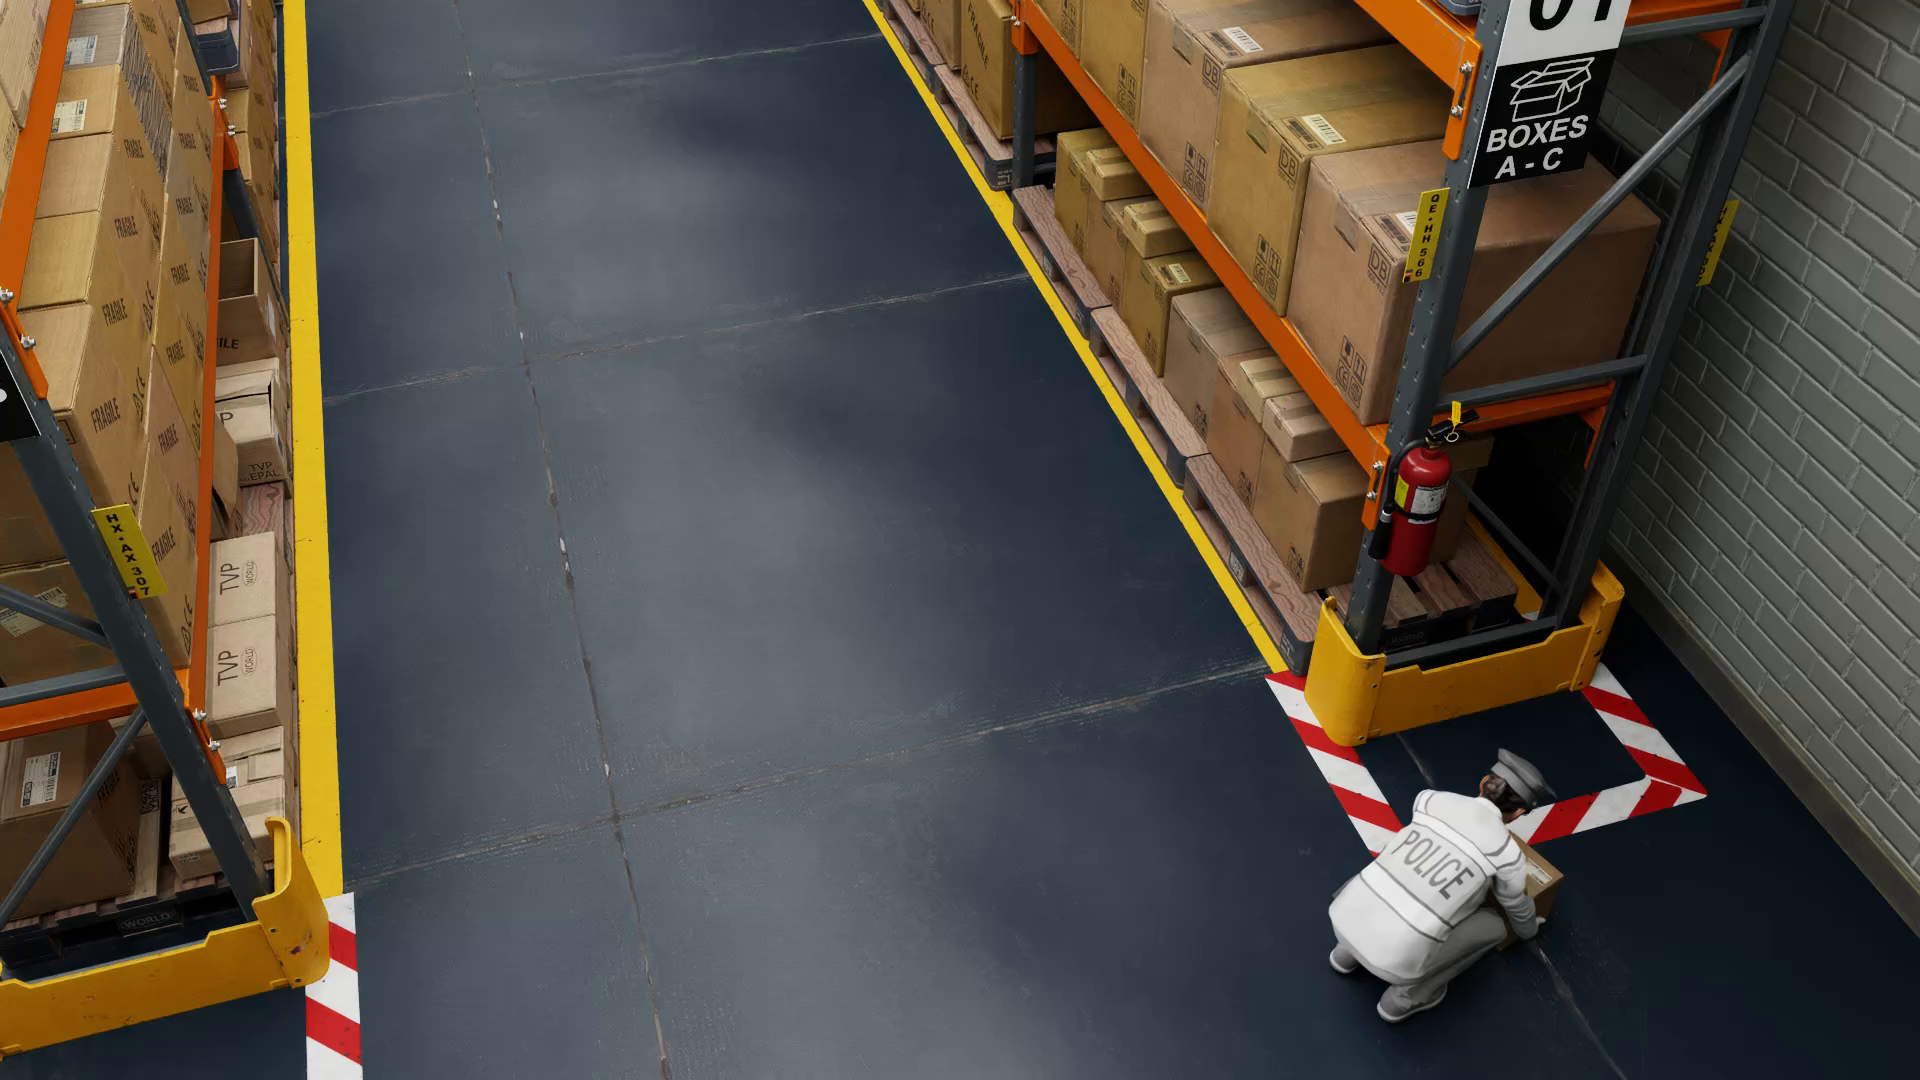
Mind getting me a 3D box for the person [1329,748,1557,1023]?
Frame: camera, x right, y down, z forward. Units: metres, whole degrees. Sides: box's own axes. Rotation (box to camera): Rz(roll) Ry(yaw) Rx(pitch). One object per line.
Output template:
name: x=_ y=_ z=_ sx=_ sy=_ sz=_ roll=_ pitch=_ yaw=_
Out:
person: x=1.613 y=1.160 z=5.582 sx=0.883 sy=0.831 sz=0.477 roll=-26 pitch=48 yaw=-25
